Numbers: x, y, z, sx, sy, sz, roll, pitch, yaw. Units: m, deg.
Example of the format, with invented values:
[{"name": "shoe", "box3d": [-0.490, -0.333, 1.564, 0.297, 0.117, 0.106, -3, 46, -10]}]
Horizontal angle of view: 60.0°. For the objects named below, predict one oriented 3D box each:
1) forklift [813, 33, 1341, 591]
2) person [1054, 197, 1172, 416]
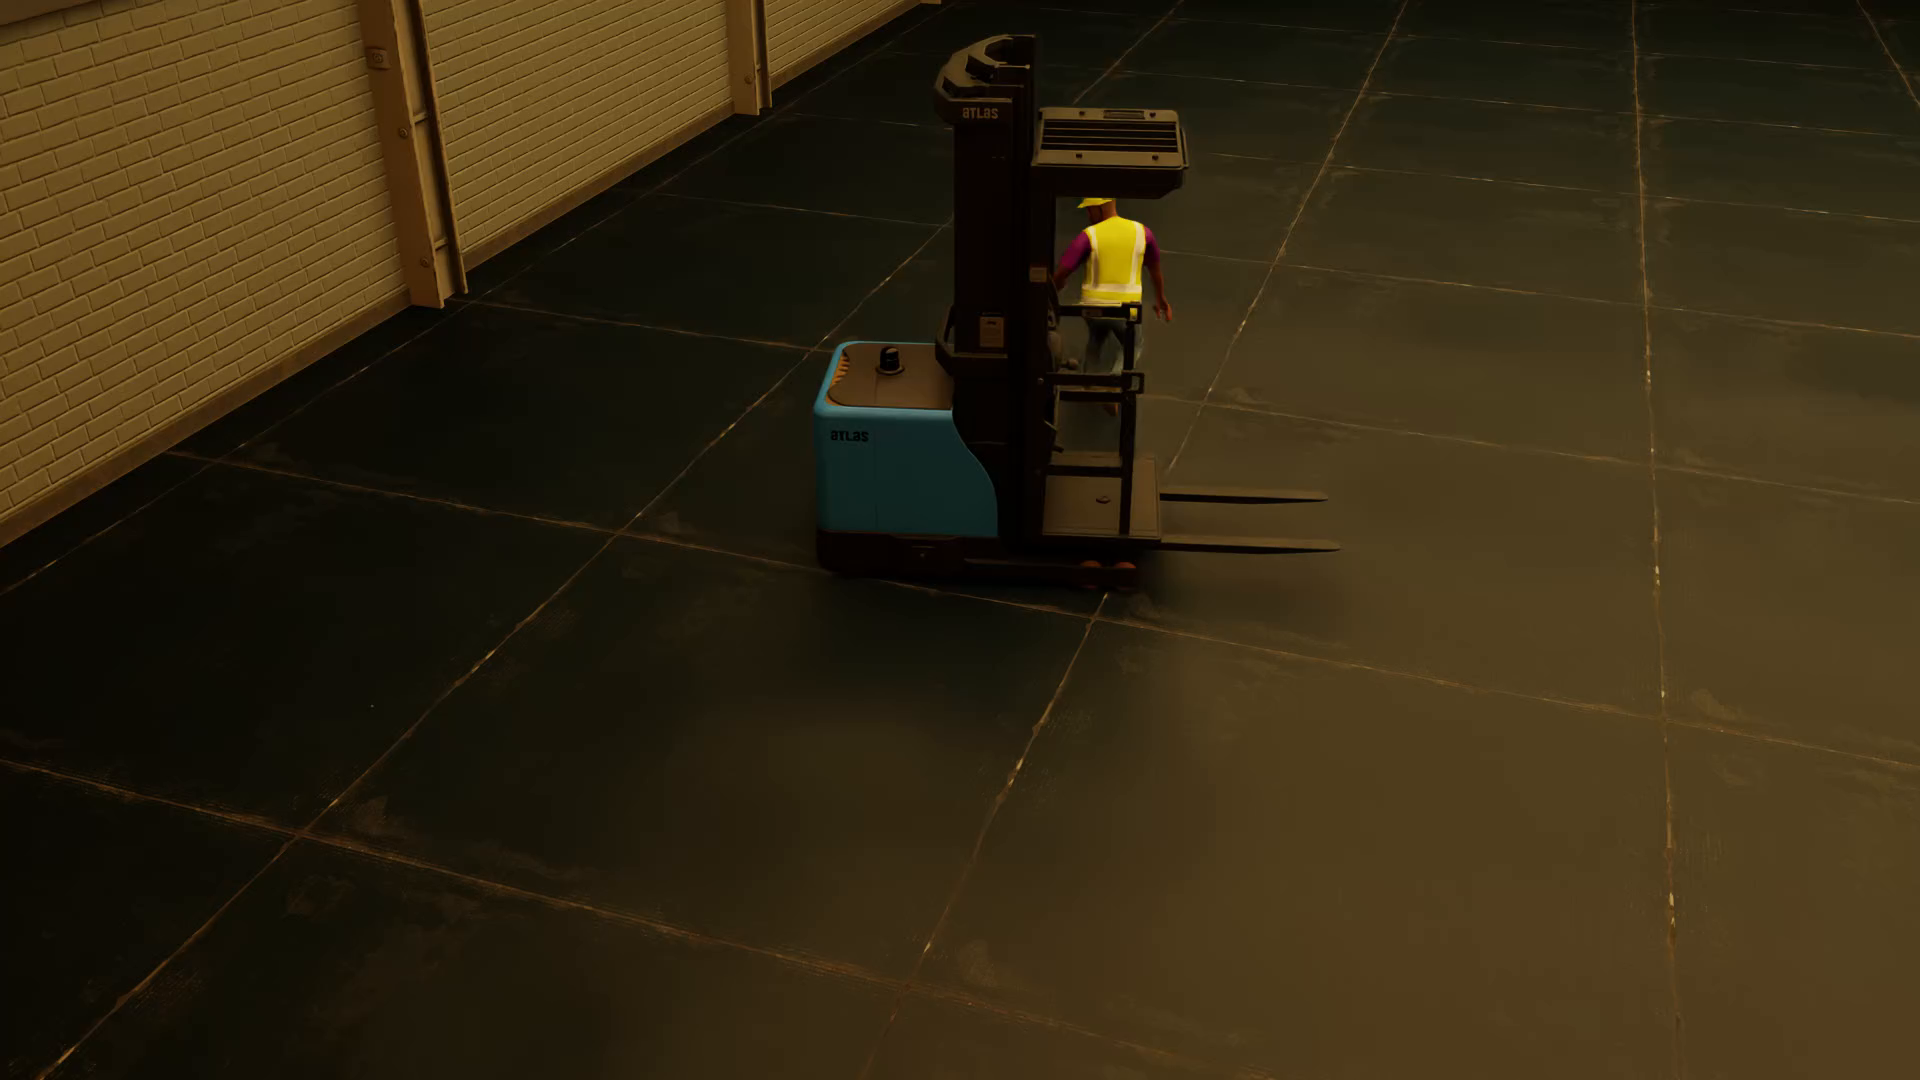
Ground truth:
[{"name": "forklift", "box3d": [0.707, -1.254, 9.336, 3.031, 2.935, 1.130, 2, 30, 4]}, {"name": "person", "box3d": [1.031, -1.645, 11.434, 0.872, 1.555, 0.647, 3, 30, 5]}]
